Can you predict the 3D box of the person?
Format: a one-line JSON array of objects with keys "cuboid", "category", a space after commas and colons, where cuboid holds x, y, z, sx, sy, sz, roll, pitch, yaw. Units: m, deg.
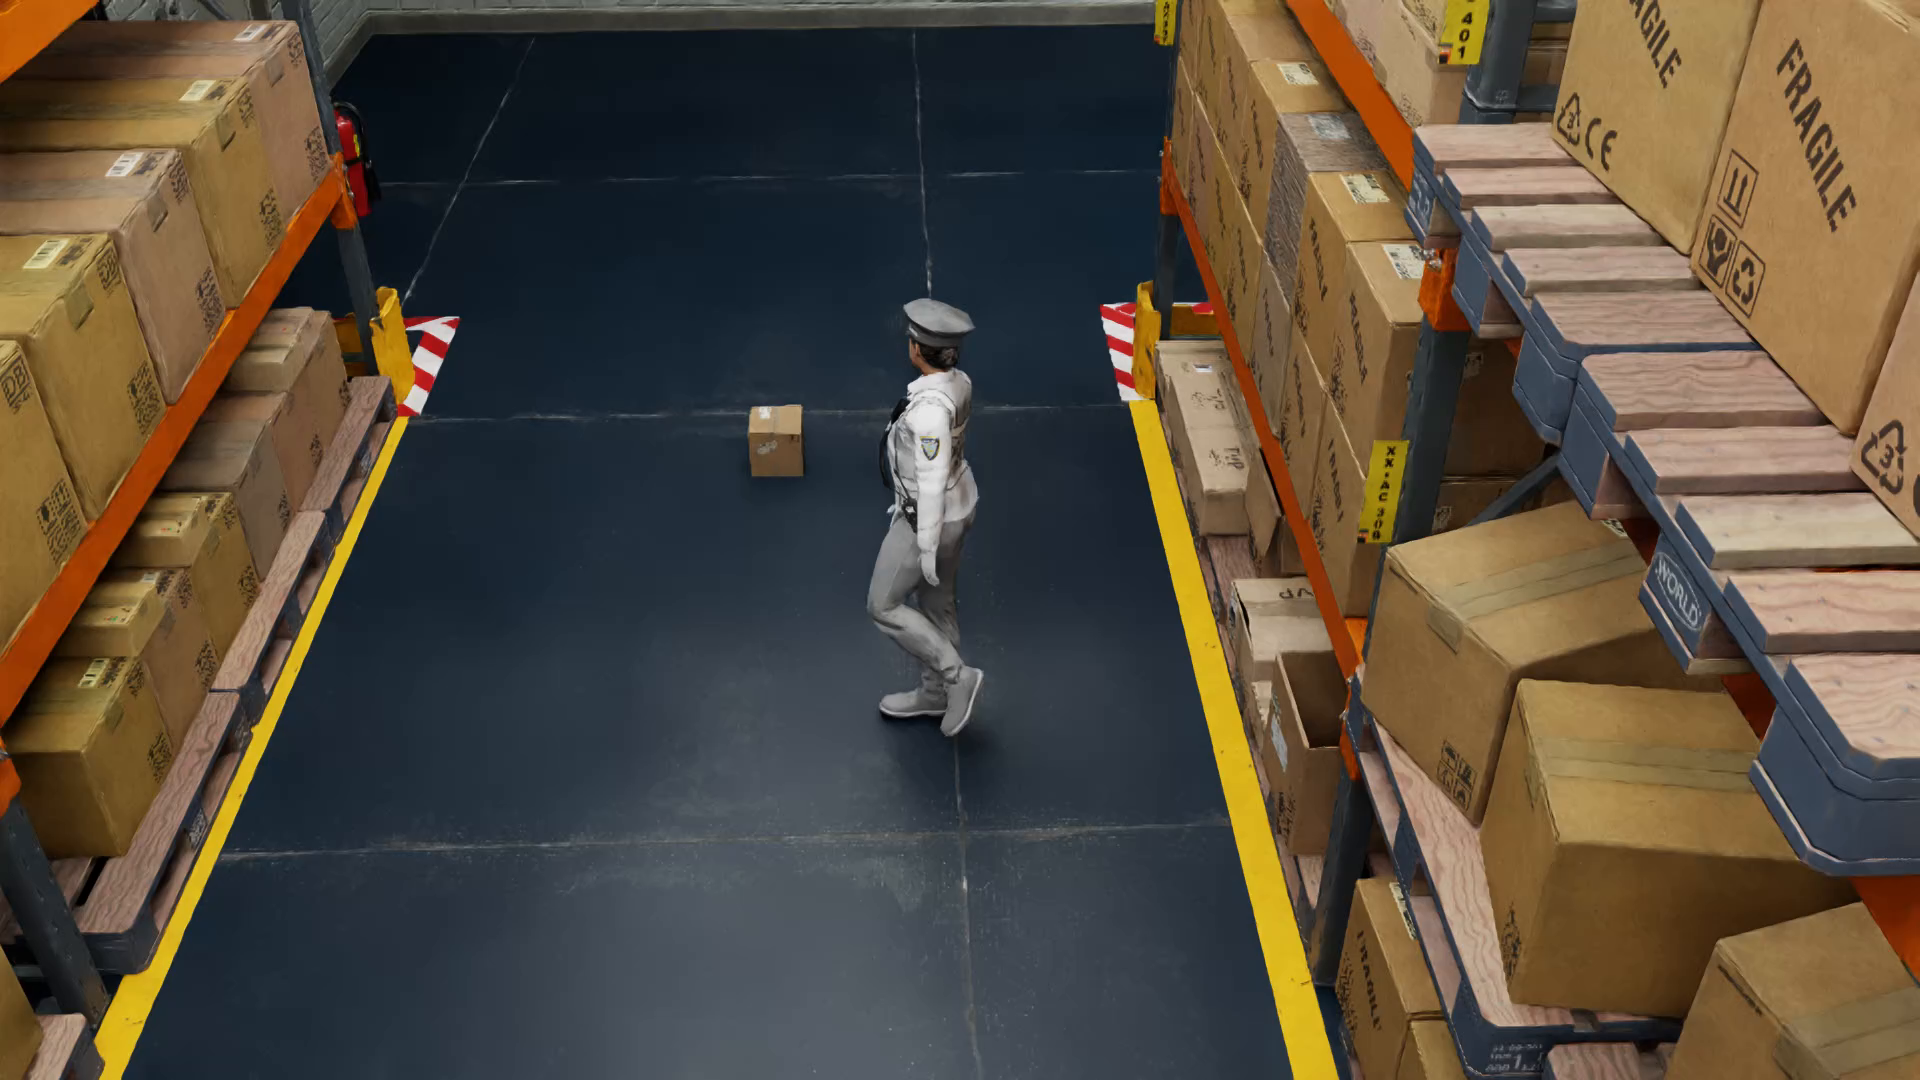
[{"cuboid": [-0.112, -0.049, 6.211, 0.429, 1.634, 0.664, 8, 36, 11], "category": "person"}]
